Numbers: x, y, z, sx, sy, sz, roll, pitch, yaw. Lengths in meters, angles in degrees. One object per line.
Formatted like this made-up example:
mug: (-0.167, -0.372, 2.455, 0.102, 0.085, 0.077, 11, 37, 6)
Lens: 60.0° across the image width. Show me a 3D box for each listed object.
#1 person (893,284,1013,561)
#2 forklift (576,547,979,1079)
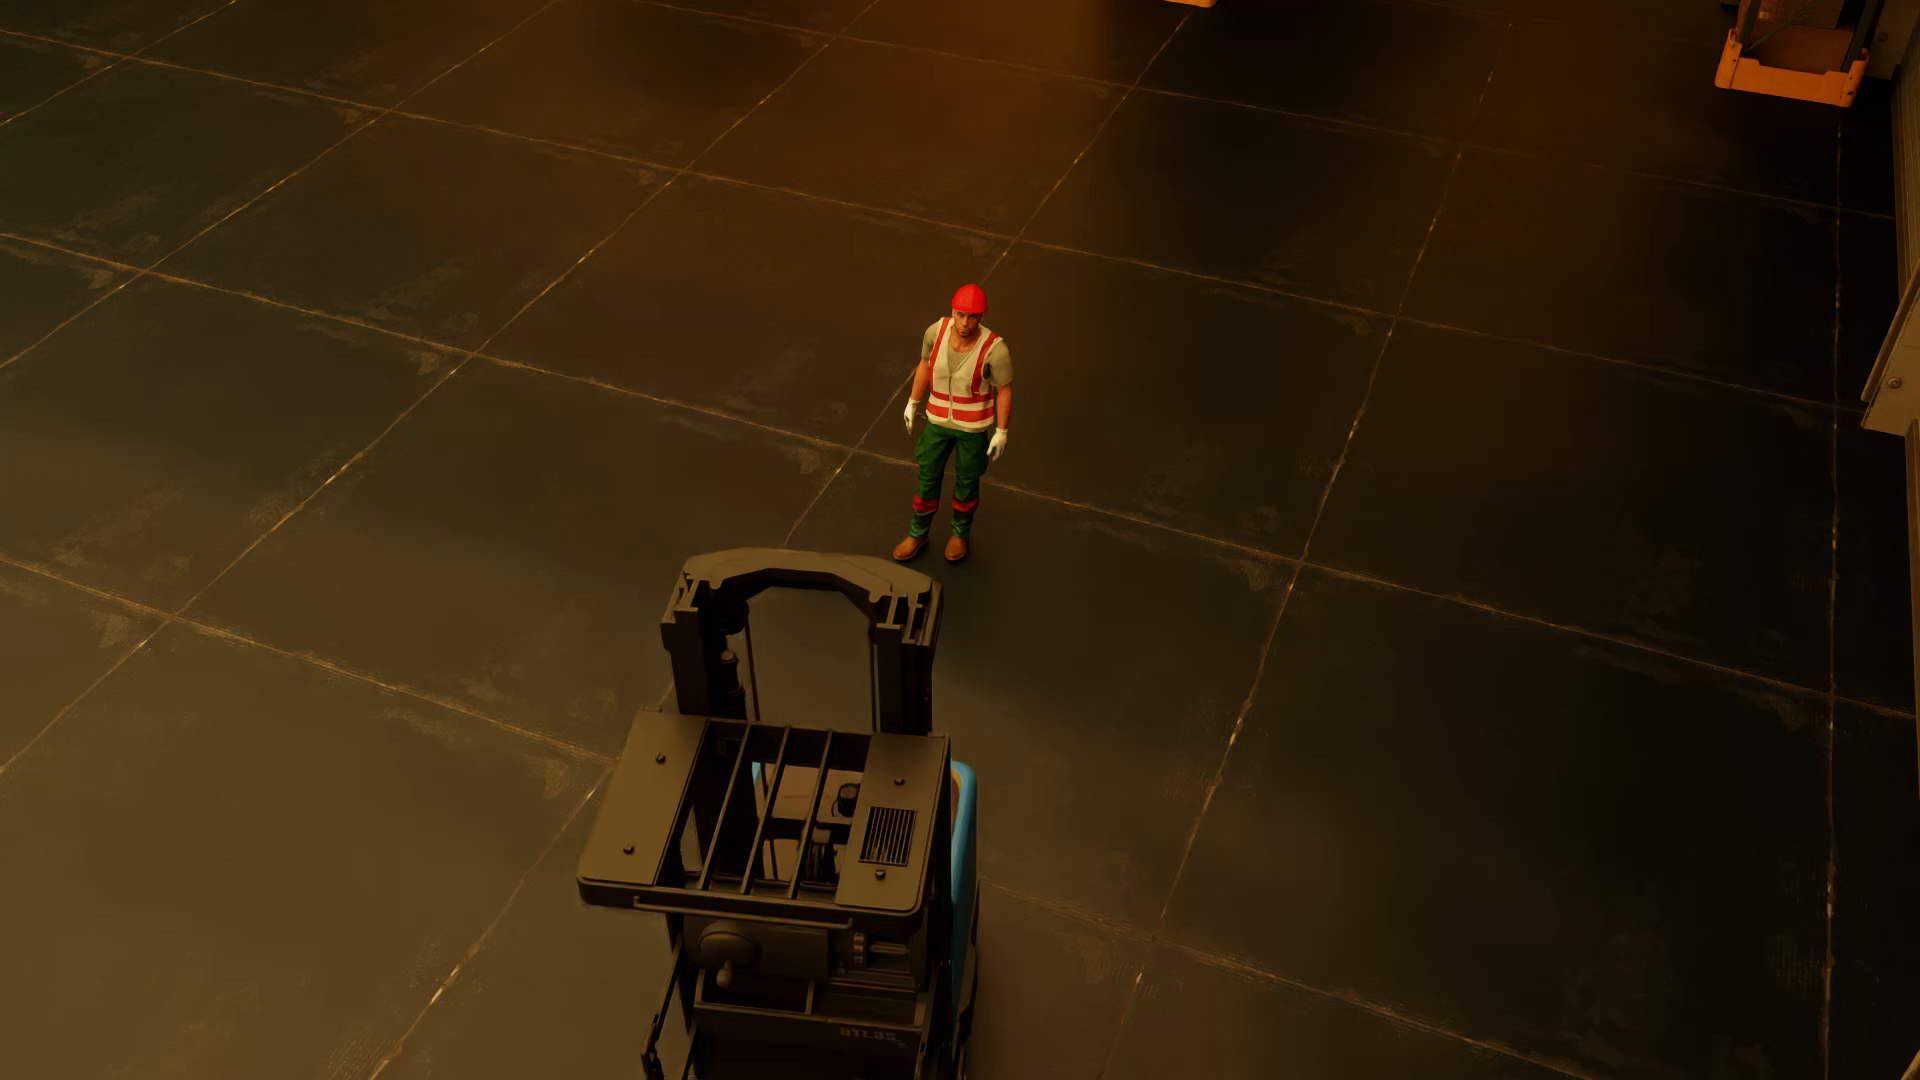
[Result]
person: (-0.042, -0.647, 9.658, 0.637, 1.787, 0.564, 15, 42, 17)
forklift: (-0.607, 1.594, 6.102, 1.130, 2.935, 3.031, 5, 40, 5)
